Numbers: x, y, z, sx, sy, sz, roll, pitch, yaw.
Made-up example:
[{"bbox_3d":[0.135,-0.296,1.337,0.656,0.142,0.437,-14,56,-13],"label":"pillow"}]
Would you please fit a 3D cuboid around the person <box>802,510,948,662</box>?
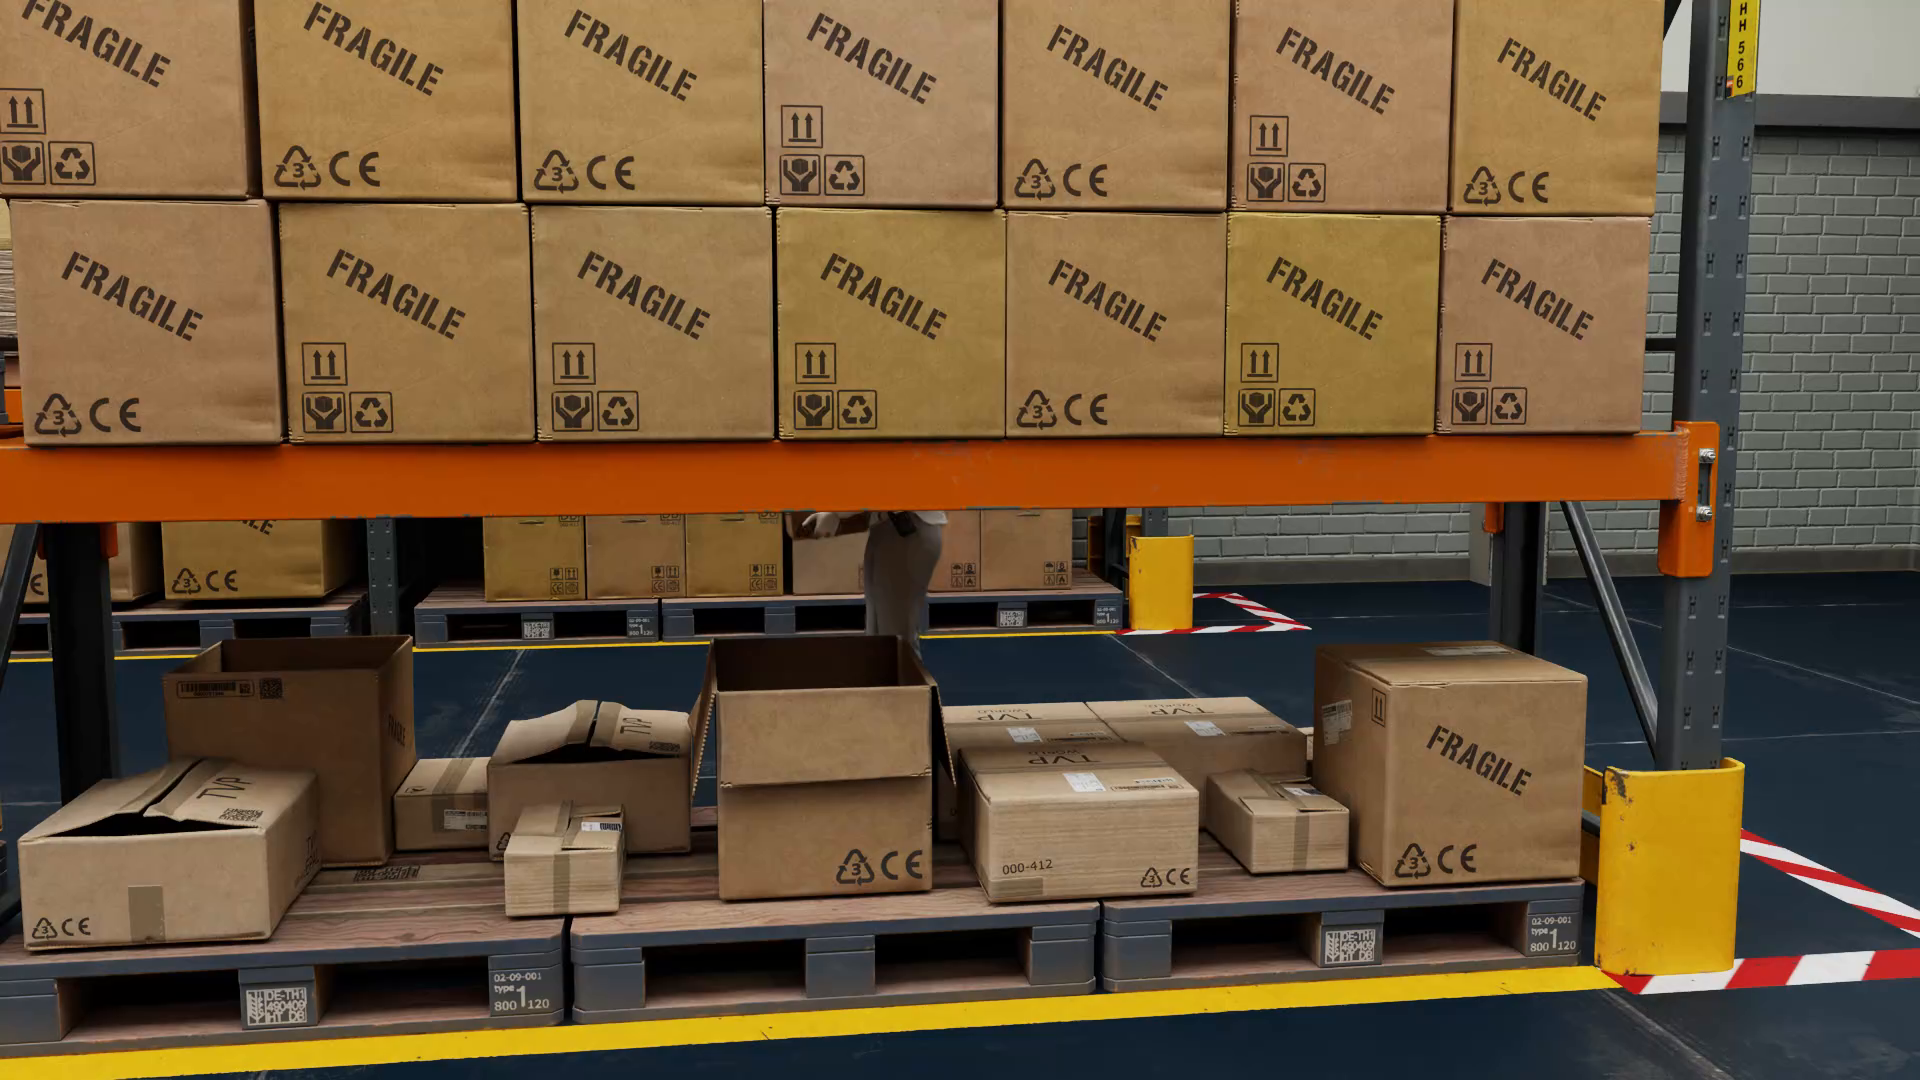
[{"bbox_3d":[-0.274,-0.004,5.731,0.554,1.693,0.466,-1,7,-8],"label":"person"}]
